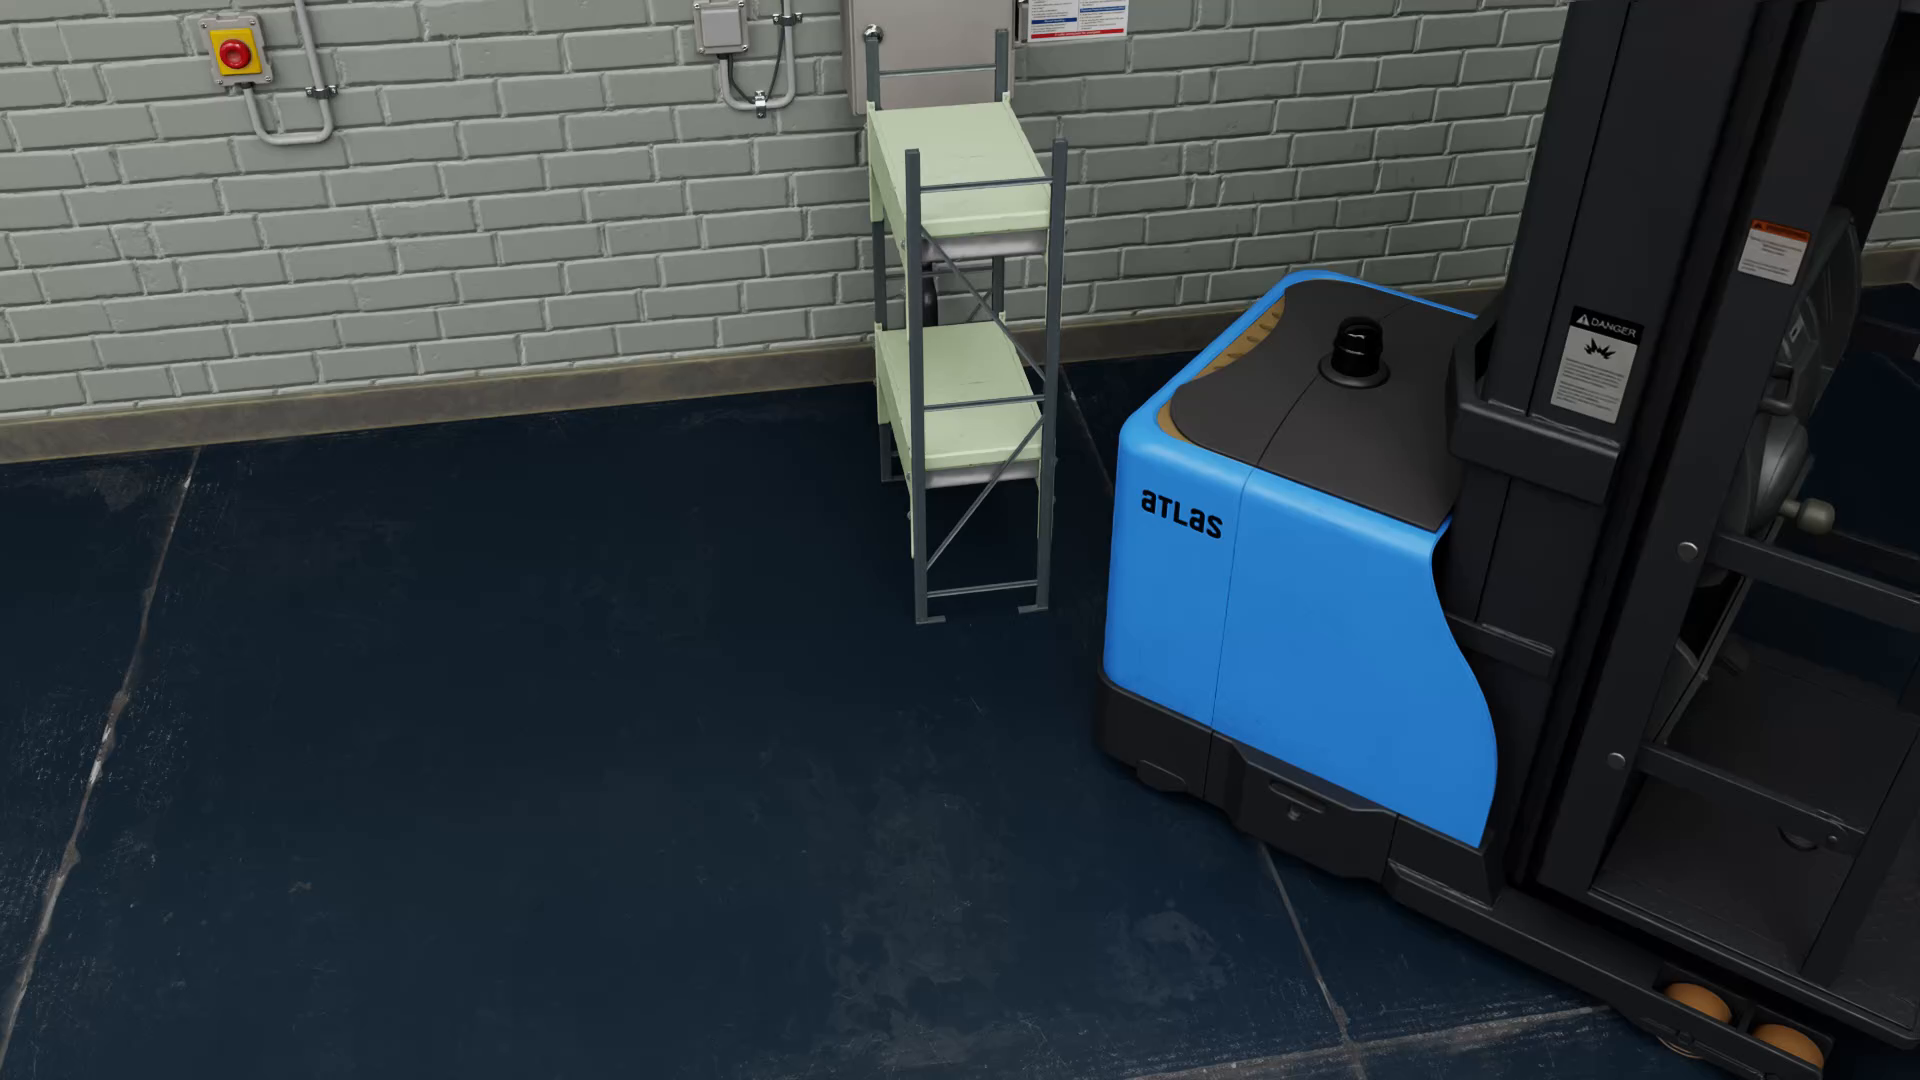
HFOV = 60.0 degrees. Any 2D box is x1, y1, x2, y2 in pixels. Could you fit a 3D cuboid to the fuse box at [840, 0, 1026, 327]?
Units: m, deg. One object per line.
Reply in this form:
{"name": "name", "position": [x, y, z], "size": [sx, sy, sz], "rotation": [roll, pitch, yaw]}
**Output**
{"name": "fuse box", "position": [-0.072, -1.162, 5.351], "size": [0.539, 1.711, 0.414], "rotation": [-6, 38, -8]}

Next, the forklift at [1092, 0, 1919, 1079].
{"name": "forklift", "position": [1.856, -0.299, 3.245], "size": [3.031, 2.935, 1.130], "rotation": [23, 43, 27]}

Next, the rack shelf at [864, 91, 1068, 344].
{"name": "rack shelf", "position": [0.001, -0.896, 4.545], "size": [0.431, 0.370, 0.720], "rotation": [-6, 38, -8]}

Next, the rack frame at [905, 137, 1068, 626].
{"name": "rack frame", "position": [0.065, -0.367, 4.500], "size": [0.400, 1.500, 0.023], "rotation": [-6, 38, -8]}

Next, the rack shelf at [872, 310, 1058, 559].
{"name": "rack shelf", "position": [0.001, -0.331, 4.985], "size": [0.431, 0.370, 0.720], "rotation": [-6, 38, -8]}

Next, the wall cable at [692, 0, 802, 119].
{"name": "wall cable", "position": [-0.771, -2.094, 4.672], "size": [0.588, 1.984, 0.122], "rotation": [-6, 38, -8]}

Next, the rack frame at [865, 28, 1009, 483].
{"name": "rack frame", "position": [-0.063, -0.809, 5.069], "size": [0.400, 1.500, 0.023], "rotation": [-6, 38, -8]}

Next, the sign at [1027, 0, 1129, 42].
{"name": "sign", "position": [0.378, -1.811, 5.214], "size": [0.329, 0.494, 0.001], "rotation": [-6, 38, -8]}

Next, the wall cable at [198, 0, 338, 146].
{"name": "wall cable", "position": [-2.166, -1.946, 4.457], "size": [0.585, 1.953, 0.123], "rotation": [-6, 38, -8]}

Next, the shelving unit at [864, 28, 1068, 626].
{"name": "shelving unit", "position": [0.001, -0.588, 4.785], "size": [0.431, 1.500, 0.755], "rotation": [-6, 38, -8]}
